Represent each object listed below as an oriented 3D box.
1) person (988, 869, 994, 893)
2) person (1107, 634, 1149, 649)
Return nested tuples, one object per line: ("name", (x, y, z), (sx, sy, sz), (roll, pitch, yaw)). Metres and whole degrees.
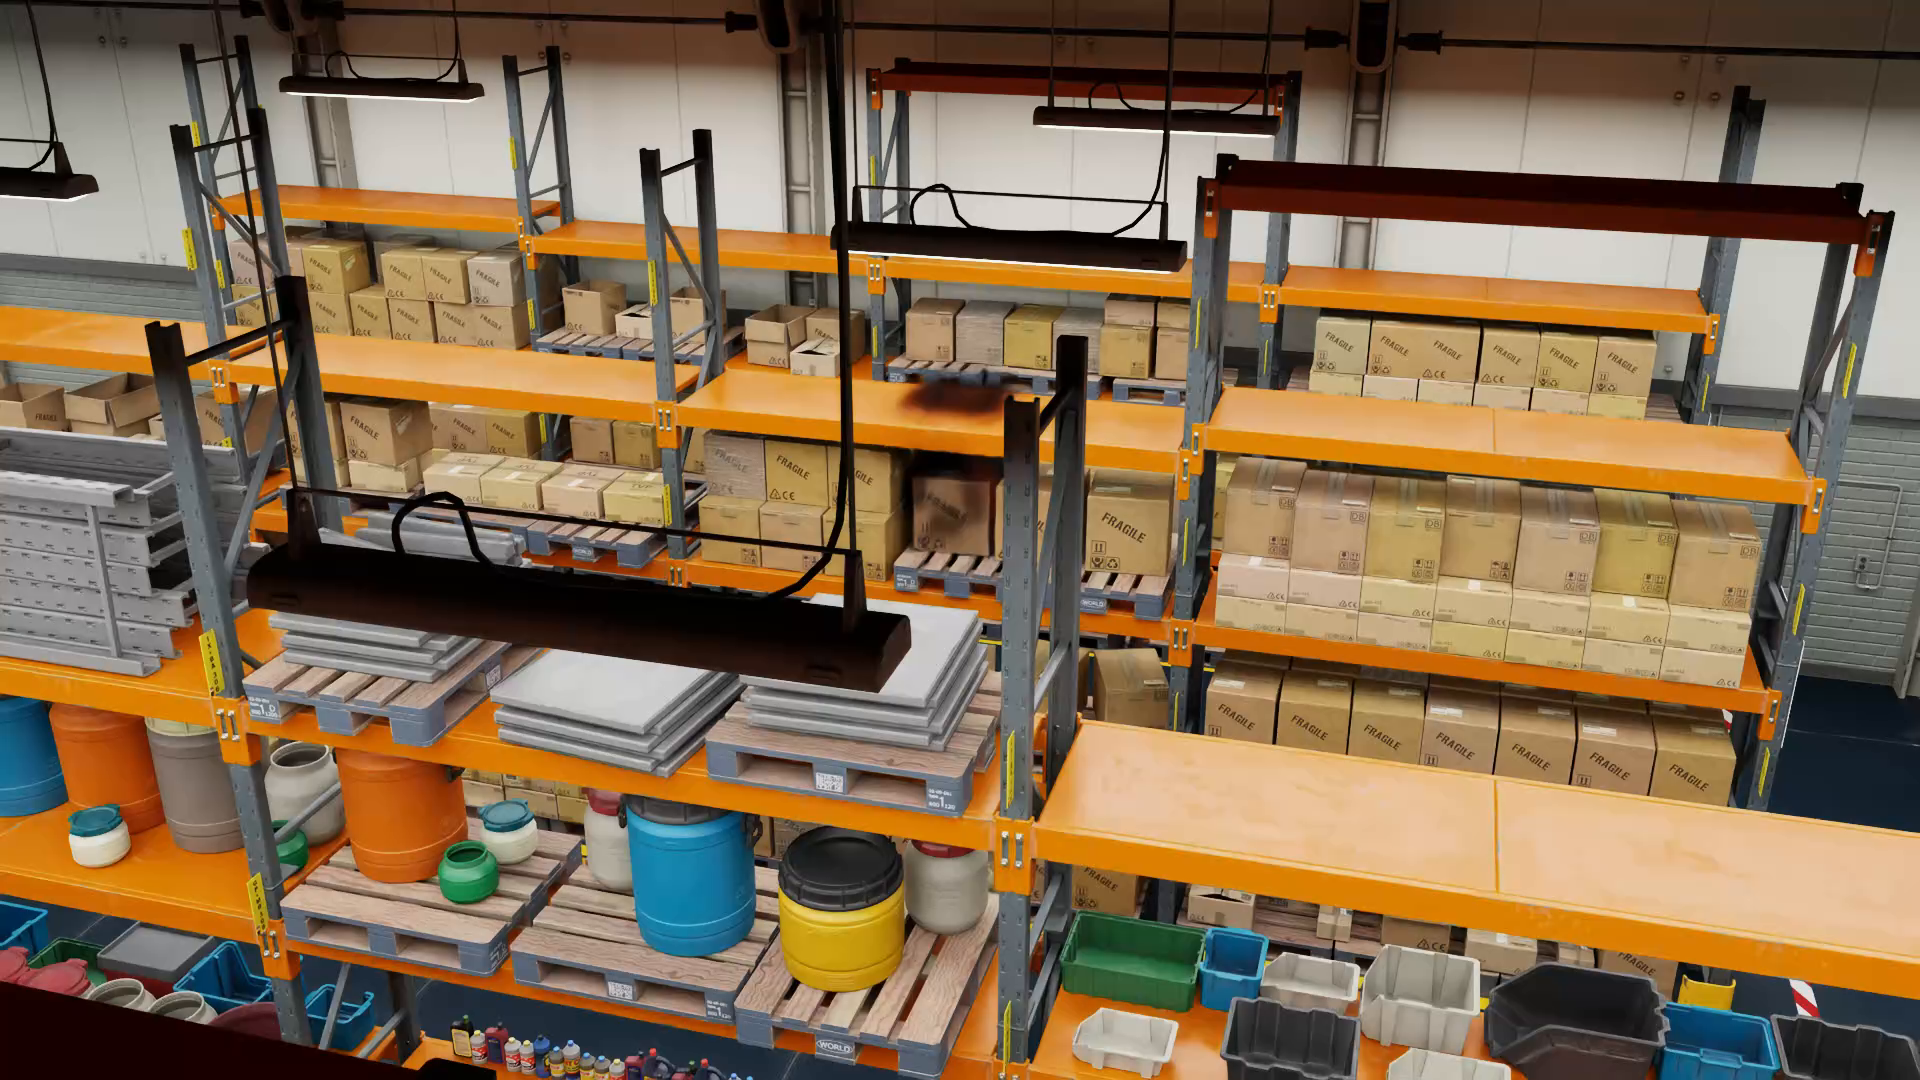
("person", (0.001, 2.753, 11.704), (1.000, 1.606, 0.570), (9, 24, 20))
("person", (1.639, 0.795, 16.296), (0.574, 1.725, 0.431), (3, 23, 7))
